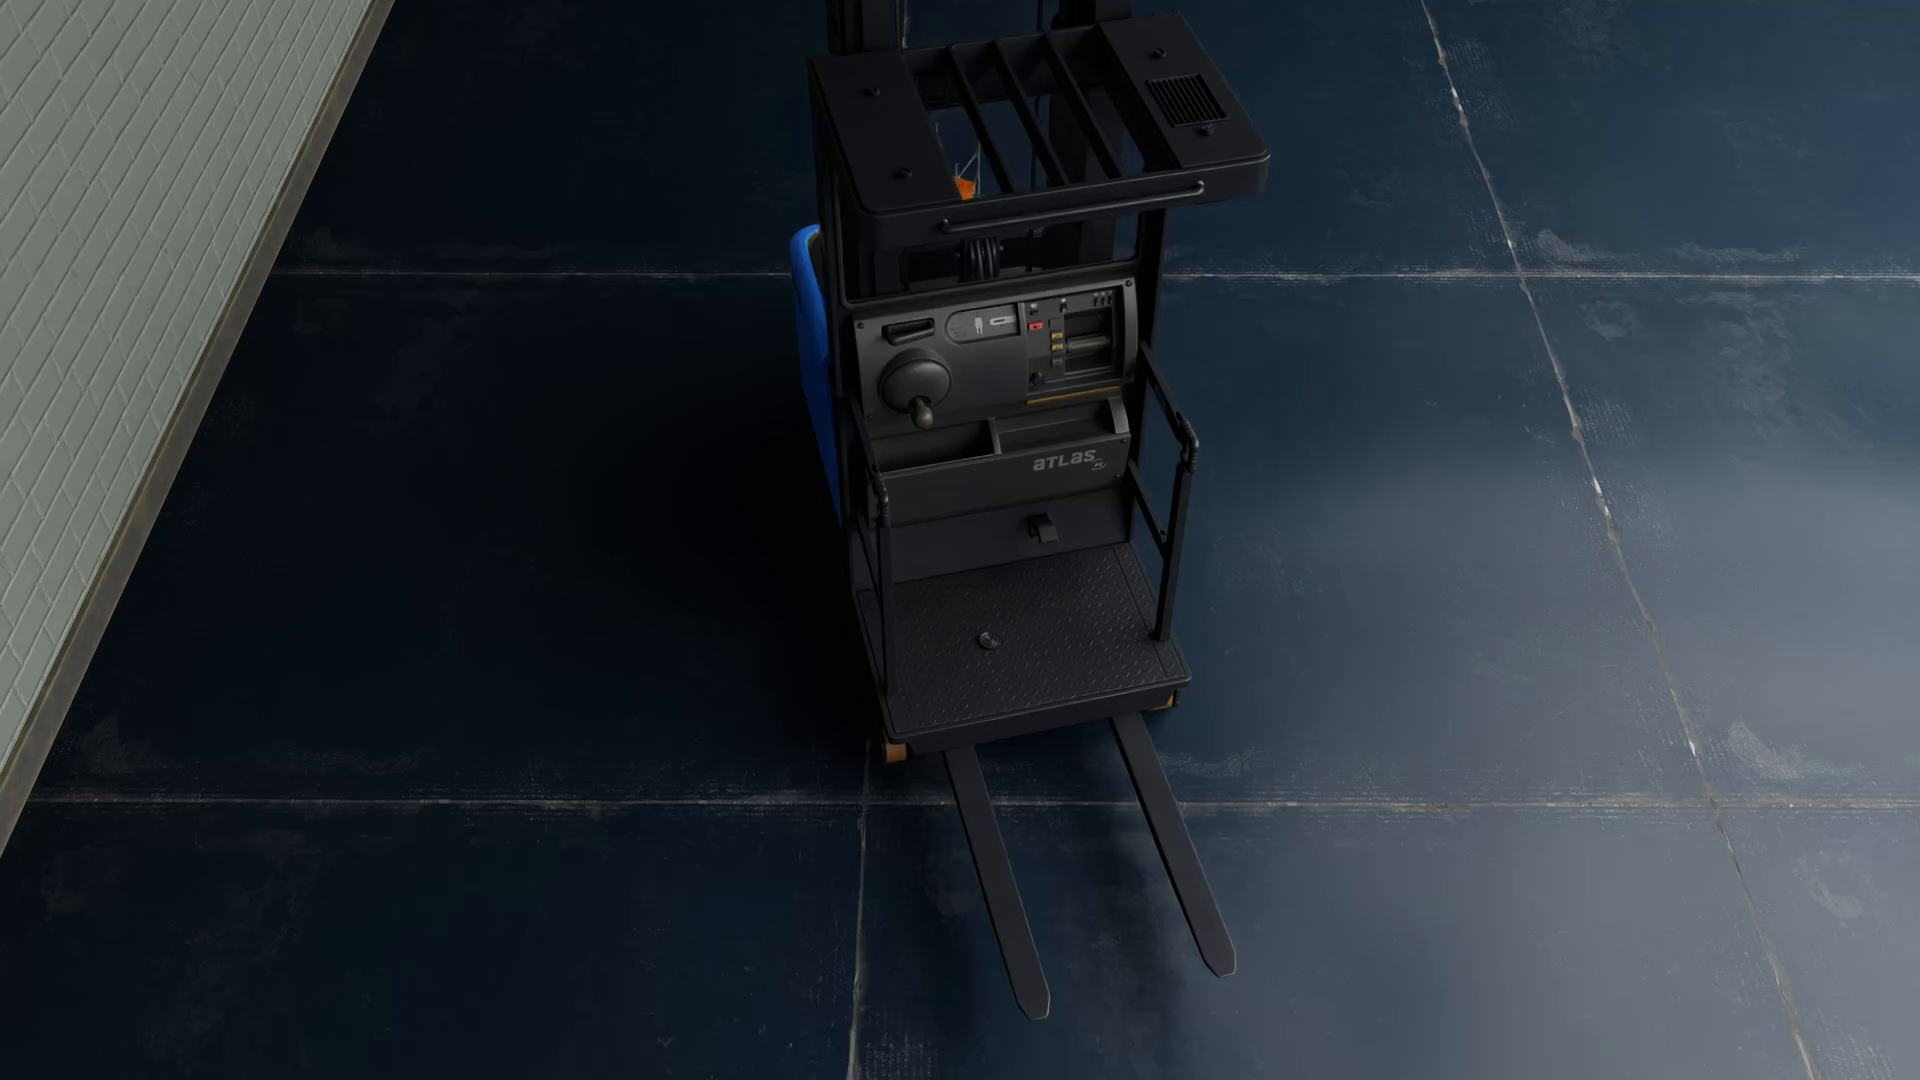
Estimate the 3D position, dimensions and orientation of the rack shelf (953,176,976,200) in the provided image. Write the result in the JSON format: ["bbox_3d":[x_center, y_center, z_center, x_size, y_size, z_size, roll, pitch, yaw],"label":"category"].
[{"bbox_3d":[-0.054,-1.379,6.780,0.180,0.103,0.258,17,49,17],"label":"rack shelf"}]

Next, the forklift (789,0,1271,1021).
[{"bbox_3d":[0.175,-0.512,5.224,1.130,2.935,3.031,-10,48,-9],"label":"forklift"}]

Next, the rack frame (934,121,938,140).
[{"bbox_3d":[-0.133,-1.188,7.036,0.006,1.200,0.240,17,49,17],"label":"rack frame"}]

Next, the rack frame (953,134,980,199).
[{"bbox_3d":[0.035,-1.136,6.983,0.006,1.200,0.240,17,49,17],"label":"rack frame"}]

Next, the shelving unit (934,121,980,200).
[{"bbox_3d":[-0.049,-1.162,7.009,0.189,1.200,0.258,17,49,17],"label":"shelving unit"}]
